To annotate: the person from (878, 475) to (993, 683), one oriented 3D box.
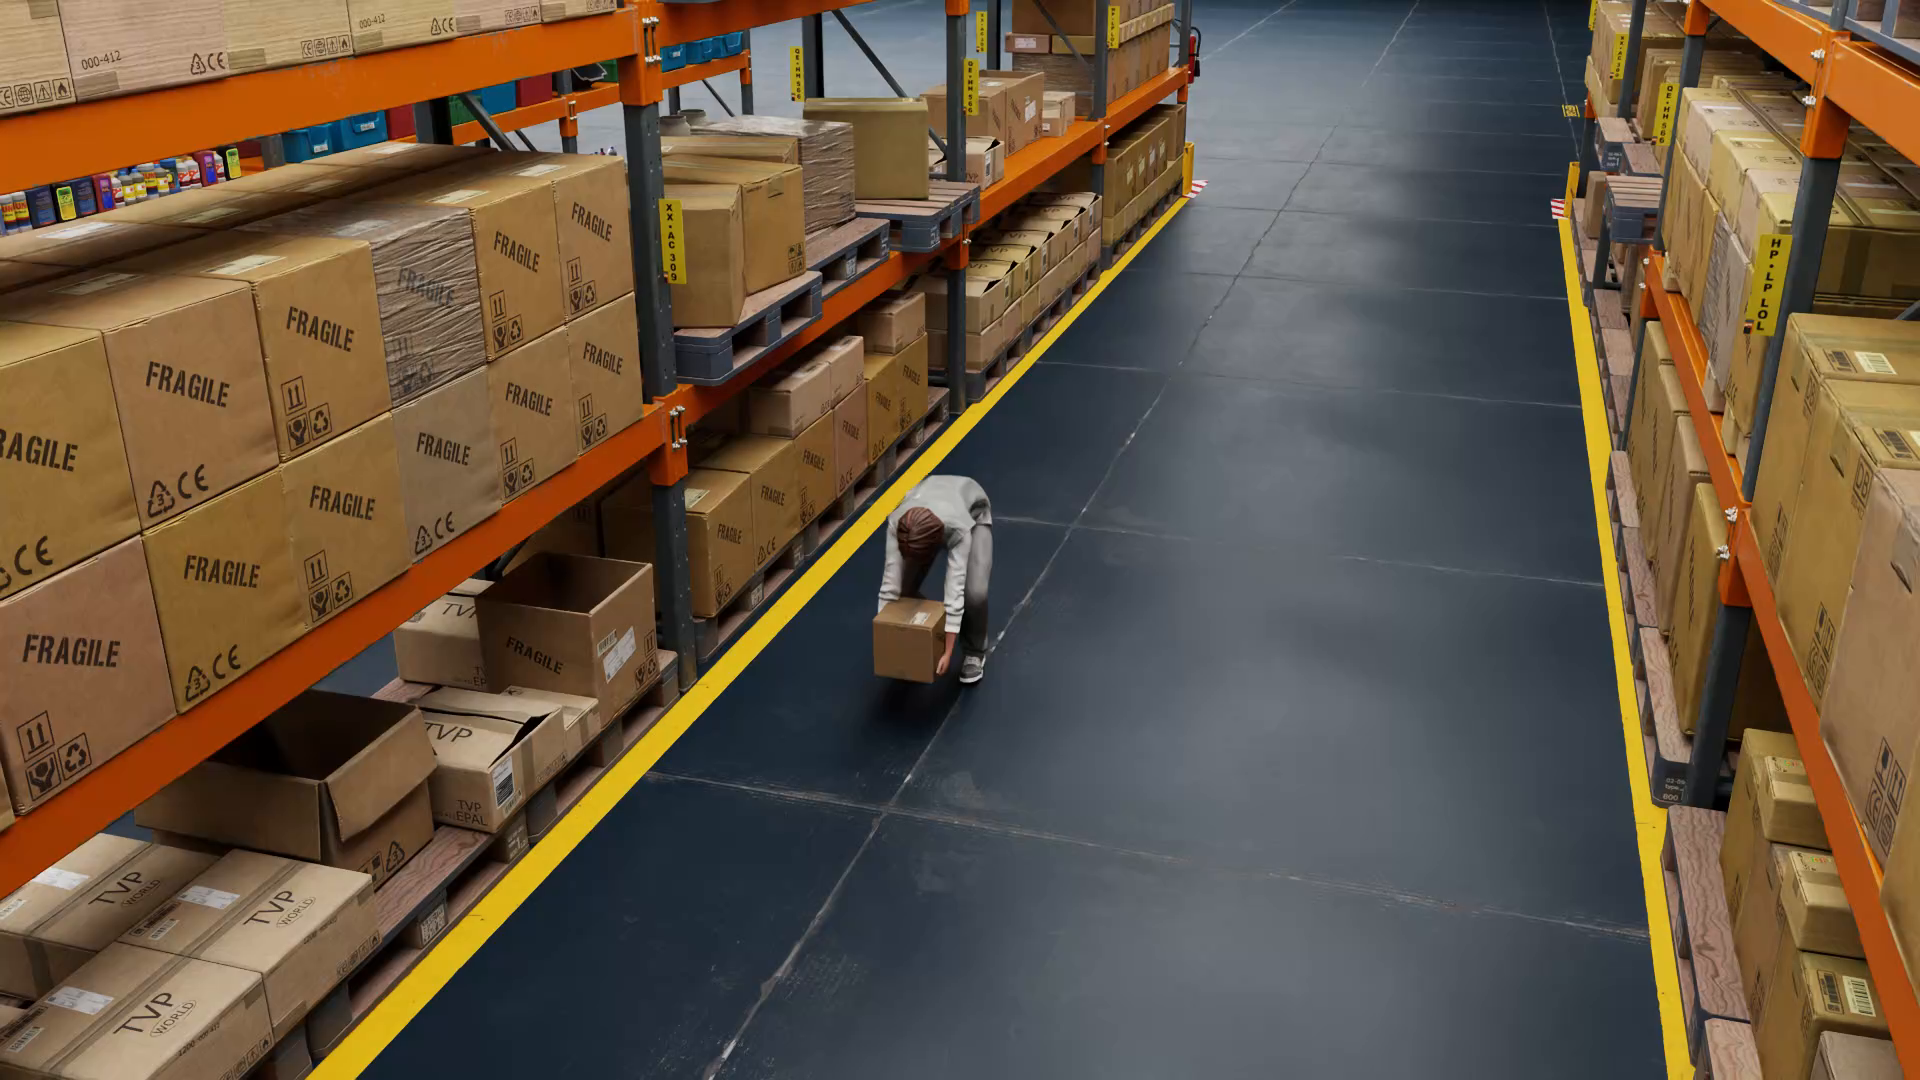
[{"bbox_3d":[-0.094,0.195,7.000,0.427,0.936,0.863,5,23,13],"label":"person"}]
